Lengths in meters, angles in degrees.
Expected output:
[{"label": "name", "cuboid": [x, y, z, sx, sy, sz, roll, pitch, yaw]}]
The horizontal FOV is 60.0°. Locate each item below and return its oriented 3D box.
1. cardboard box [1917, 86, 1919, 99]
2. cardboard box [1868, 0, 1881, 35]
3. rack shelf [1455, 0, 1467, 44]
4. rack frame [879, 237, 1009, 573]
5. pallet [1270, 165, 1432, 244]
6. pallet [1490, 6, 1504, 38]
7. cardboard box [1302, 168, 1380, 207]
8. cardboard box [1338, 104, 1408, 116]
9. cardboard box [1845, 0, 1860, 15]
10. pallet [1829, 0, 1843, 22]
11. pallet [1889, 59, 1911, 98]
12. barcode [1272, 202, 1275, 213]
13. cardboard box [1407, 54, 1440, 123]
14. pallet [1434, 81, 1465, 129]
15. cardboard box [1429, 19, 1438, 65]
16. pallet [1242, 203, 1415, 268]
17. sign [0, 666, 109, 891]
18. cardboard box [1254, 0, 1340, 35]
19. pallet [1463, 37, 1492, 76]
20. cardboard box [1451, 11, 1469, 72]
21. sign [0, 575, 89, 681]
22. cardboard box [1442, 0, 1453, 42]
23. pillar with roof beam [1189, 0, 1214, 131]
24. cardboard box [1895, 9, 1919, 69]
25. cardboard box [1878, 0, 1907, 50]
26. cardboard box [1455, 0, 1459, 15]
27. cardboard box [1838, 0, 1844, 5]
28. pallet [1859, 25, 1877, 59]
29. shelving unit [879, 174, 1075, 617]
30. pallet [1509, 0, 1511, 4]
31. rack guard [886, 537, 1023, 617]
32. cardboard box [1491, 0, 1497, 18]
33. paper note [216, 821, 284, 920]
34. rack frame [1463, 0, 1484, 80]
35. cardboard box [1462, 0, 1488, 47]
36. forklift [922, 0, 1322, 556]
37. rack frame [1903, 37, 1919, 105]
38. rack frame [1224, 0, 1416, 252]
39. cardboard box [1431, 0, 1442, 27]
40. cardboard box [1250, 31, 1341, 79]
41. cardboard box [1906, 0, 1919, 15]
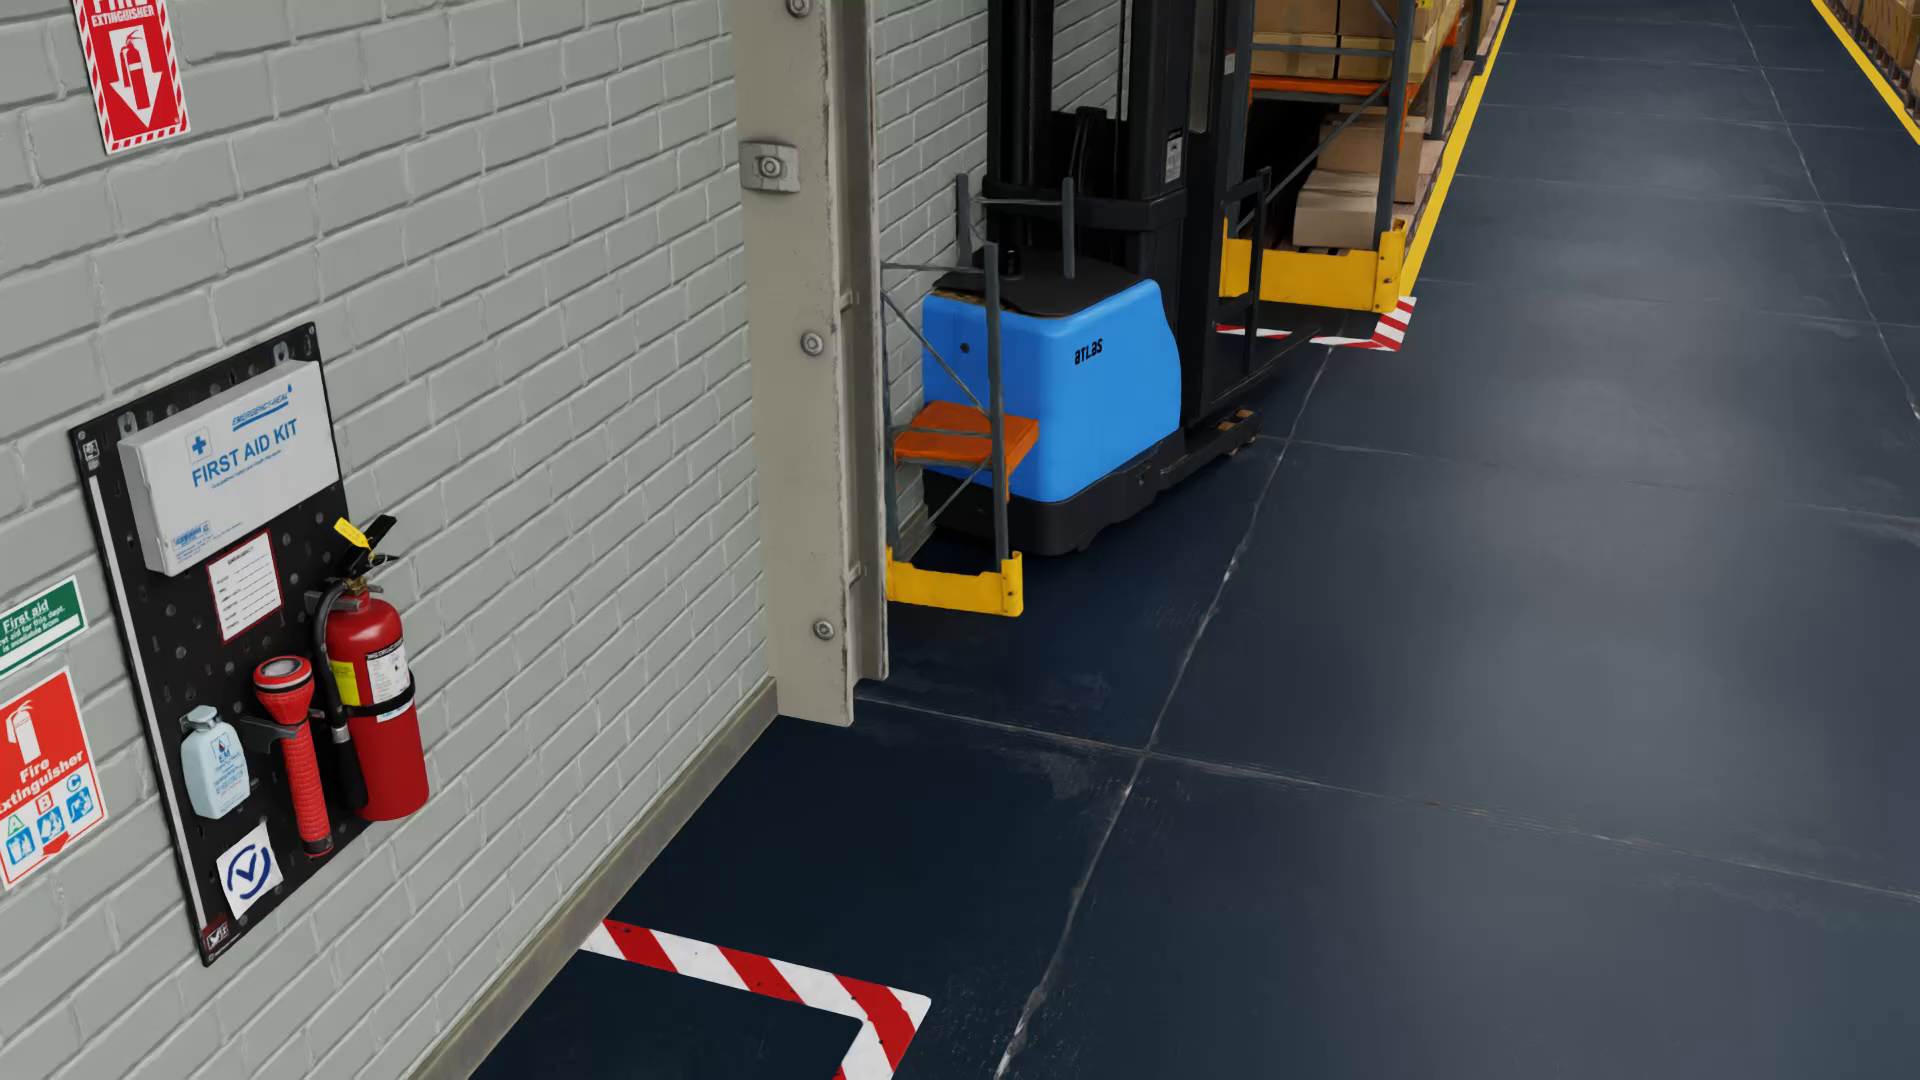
[{"label": "cardboard box", "cuboid": [8.821, -3.986, 14.714, 0.500, 0.250, 0.500, 8, 27, 16]}, {"label": "cardboard box", "cuboid": [10.212, -5.747, 18.040, 0.500, 0.500, 0.500, 9, 27, 18]}, {"label": "rack shelf", "cuboid": [4.101, -4.985, 14.930, 1.077, 0.370, 4.000, 9, 27, 17]}, {"label": "rack frame", "cuboid": [-0.072, -0.411, 6.365, 0.500, 1.500, 0.032, 6, 27, 18]}, {"label": "pallet", "cuboid": [2.841, -2.448, 12.064, 1.003, 0.211, 1.213, 9, 27, 17]}, {"label": "pallet", "cuboid": [5.912, -6.192, 19.796, 1.003, 0.211, 1.213, 9, 27, 17]}, {"label": "cardboard box", "cuboid": [2.609, -2.337, 11.215, 0.500, 0.311, 0.500, 11, 28, 22]}, {"label": "cardboard box", "cuboid": [3.128, -3.128, 12.631, 0.500, 0.500, 0.500, 7, 27, 14]}, {"label": "cardboard box", "cuboid": [10.692, -6.406, 19.402, 0.500, 0.500, 0.500, 9, 27, 17]}, {"label": "pallet", "cuboid": [11.404, -6.588, 20.614, 1.003, 0.211, 1.213, 9, 27, 17]}, {"label": "pallet", "cuboid": [9.723, -4.460, 16.220, 1.003, 0.211, 1.213, 9, 27, 17]}, {"label": "barcode", "cuboid": [2.048, -2.172, 10.864, 0.001, 0.075, 0.075, 9, 27, 17]}, {"label": "cardboard box", "cuboid": [3.665, -3.865, 14.154, 0.700, 0.500, 0.500, 10, 27, 19]}, {"label": "pallet", "cuboid": [4.097, -4.055, 15.383, 1.003, 0.211, 1.213, 9, 27, 17]}, {"label": "cardboard box", "cuboid": [2.725, -3.155, 10.473, 0.500, 0.250, 0.500, 8, 27, 16]}, {"label": "pallet", "cuboid": [2.433, -1.948, 11.032, 1.003, 0.211, 1.213, 9, 27, 17]}, {"label": "sign", "cuboid": [-1.615, 0.415, 2.909, 0.001, 0.329, 0.234, 9, 27, 17]}, {"label": "cardboard box", "cuboid": [2.061, -3.347, 10.009, 0.500, 0.500, 0.500, 8, 27, 17]}, {"label": "pallet", "cuboid": [5.100, -5.189, 17.725, 1.003, 0.211, 1.213, 9, 27, 17]}, {"label": "cardboard box", "cuboid": [4.576, -4.900, 16.293, 0.700, 0.500, 0.500, 9, 27, 18]}, {"label": "sign", "cuboid": [-1.605, 0.176, 2.795, 0.001, 0.109, 0.331, 9, 27, 17]}, {"label": "cardboard box", "cuboid": [3.071, -3.571, 11.332, 0.500, 0.250, 0.500, 9, 27, 18]}, {"label": "pillar with roof beam", "cuboid": [5.581, -5.332, 7.937, 9.100, 9.000, 0.400, 9, 27, 17]}, {"label": "cardboard box", "cuboid": [9.529, -4.905, 16.303, 0.500, 0.500, 0.500, 10, 28, 19]}, {"label": "cardboard box", "cuboid": [9.870, -5.335, 17.189, 0.500, 0.500, 0.500, 8, 27, 15]}, {"label": "cardboard box", "cuboid": [3.390, -3.986, 12.191, 0.500, 0.250, 0.500, 9, 27, 18]}, {"label": "cardboard box", "cuboid": [10.942, -6.629, 20.080, 0.500, 0.311, 0.500, 9, 27, 17]}, {"label": "pallet", "cuboid": [10.535, -5.463, 18.291, 1.003, 0.211, 1.213, 9, 27, 17]}, {"label": "shelving unit", "cuboid": [0.096, -0.625, 6.805, 0.587, 1.500, 1.083, 6, 27, 18]}, {"label": "pallet", "cuboid": [6.829, -7.324, 22.134, 1.003, 0.211, 1.213, 9, 27, 17]}, {"label": "rack guard", "cuboid": [-0.038, 0.146, 6.647, 0.587, 0.250, 0.087, 6, 27, 18]}, {"label": "cardboard box", "cuboid": [5.711, -6.345, 18.897, 0.750, 0.750, 0.750, 10, 27, 19]}, {"label": "paper note", "cuboid": [-1.458, 0.678, 3.418, 0.016, 0.148, 0.142, 9, 27, 17]}, {"label": "rack frame", "cuboid": [4.766, -6.131, 16.471, 1.000, 3.000, 0.127, 9, 27, 17]}, {"label": "cardboard box", "cuboid": [5.135, -5.636, 17.432, 0.750, 0.750, 0.750, 8, 27, 17]}, {"label": "forklift", "cuboid": [0.846, -1.839, 7.685, 1.130, 2.935, 3.031, 17, 31, 31]}, {"label": "rack frame", "cuboid": [9.439, -5.414, 14.990, 1.000, 3.000, 0.127, 9, 27, 17]}, {"label": "rack frame", "cuboid": [2.104, -2.843, 9.681, 1.000, 3.000, 0.127, 9, 27, 17]}, {"label": "cardboard box", "cuboid": [2.720, -3.477, 10.277, 0.500, 0.500, 0.500, 9, 27, 18]}, {"label": "cardboard box", "cuboid": [2.077, -3.005, 10.164, 0.500, 0.250, 0.500, 9, 27, 18]}, {"label": "cardboard box", "cuboid": [9.544, -5.267, 16.189, 0.500, 0.250, 0.500, 10, 28, 19]}]
